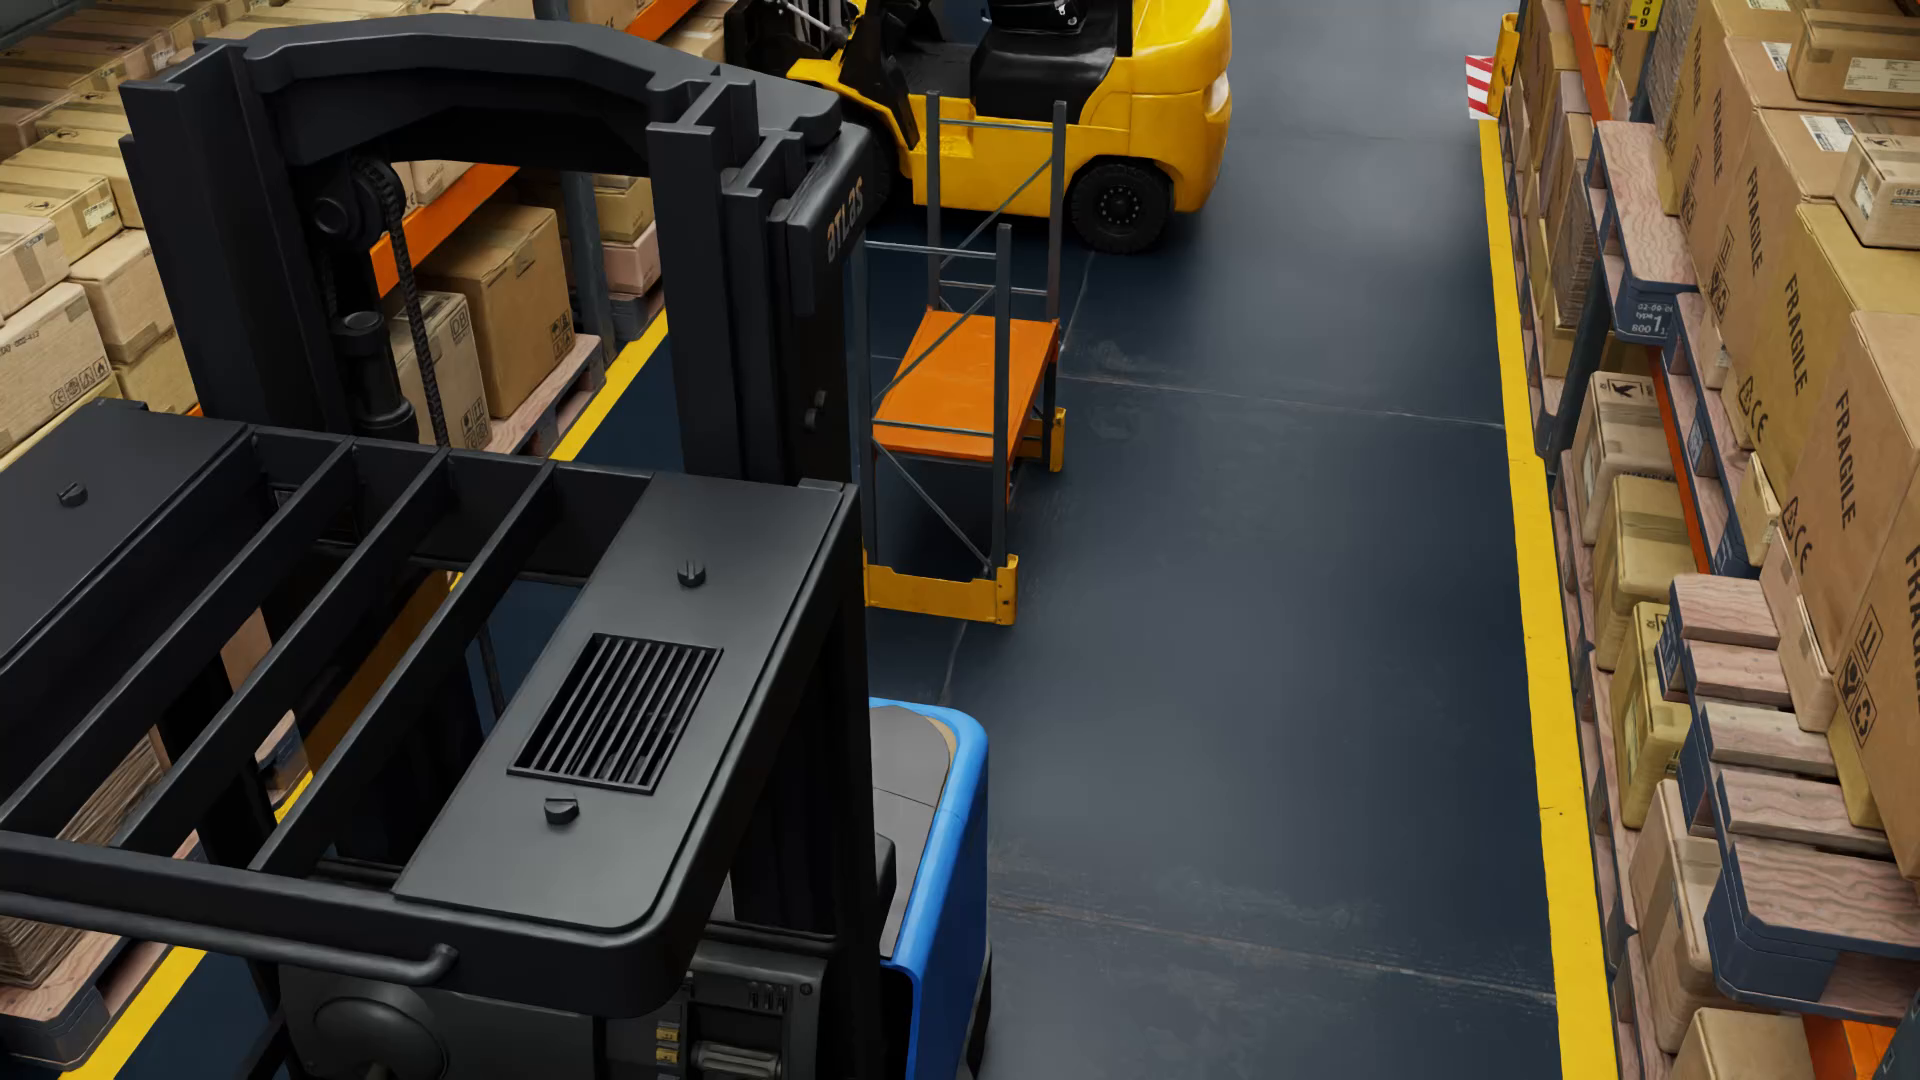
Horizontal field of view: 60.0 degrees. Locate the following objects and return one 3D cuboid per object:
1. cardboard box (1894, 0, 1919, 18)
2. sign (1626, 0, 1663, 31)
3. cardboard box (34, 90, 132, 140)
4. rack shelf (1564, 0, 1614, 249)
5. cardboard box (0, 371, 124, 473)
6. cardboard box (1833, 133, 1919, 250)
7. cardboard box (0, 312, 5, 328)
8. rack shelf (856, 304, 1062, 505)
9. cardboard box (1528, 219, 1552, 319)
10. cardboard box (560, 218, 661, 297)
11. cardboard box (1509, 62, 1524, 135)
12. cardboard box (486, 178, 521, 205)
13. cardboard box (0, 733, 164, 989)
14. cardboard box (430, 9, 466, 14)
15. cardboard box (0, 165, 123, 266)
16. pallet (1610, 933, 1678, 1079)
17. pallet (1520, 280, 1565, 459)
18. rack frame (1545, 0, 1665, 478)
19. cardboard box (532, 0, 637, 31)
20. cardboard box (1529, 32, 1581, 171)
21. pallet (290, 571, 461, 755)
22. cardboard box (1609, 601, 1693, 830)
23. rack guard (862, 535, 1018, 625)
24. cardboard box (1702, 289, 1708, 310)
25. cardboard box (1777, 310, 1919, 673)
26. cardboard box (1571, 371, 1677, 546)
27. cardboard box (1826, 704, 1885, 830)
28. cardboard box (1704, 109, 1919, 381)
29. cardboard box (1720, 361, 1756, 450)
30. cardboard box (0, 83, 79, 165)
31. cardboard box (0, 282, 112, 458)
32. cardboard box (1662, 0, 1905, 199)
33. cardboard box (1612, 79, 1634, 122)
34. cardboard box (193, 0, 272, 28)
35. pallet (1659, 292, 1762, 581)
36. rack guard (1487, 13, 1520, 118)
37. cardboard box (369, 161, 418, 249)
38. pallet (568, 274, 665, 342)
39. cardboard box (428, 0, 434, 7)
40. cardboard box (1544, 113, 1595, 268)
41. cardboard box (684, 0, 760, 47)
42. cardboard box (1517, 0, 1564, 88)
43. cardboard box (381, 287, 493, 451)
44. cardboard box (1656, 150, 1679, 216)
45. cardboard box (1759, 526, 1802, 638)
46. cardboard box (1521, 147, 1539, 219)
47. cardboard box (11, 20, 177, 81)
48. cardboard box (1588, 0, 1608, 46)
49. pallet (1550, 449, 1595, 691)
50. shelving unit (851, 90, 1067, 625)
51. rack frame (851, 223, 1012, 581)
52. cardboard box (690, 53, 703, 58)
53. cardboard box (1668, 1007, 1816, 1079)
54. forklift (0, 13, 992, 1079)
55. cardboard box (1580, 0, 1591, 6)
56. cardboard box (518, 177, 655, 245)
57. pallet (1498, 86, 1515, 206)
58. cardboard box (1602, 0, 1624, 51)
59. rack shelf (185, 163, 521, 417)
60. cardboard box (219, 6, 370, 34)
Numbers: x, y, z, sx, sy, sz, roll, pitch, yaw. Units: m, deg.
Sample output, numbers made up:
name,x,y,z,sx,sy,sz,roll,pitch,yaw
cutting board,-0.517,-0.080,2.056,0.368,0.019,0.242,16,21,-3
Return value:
name,x,y,z,sx,sy,sz,roll,pitch,yaw
cardboard box,2.851,-1.190,4.639,0.500,0.500,0.500,8,37,10
sign,2.298,-1.851,5.511,0.100,0.325,0.005,7,37,10
cardboard box,-2.292,-1.115,4.595,0.380,0.149,0.250,7,37,10
rack shelf,3.257,-2.292,7.470,1.077,0.370,4.000,7,37,10
cardboard box,-2.428,-0.215,4.118,0.500,0.250,0.500,7,36,9
cardboard box,2.049,-0.711,3.426,0.380,0.149,0.250,6,36,8
cardboard box,-2.433,-0.517,3.769,0.380,0.149,0.250,8,37,11
rack shelf,0.018,-0.511,5.983,0.538,0.185,1.000,7,37,10
cardboard box,2.798,-1.173,7.298,0.500,0.250,0.500,6,36,9
cardboard box,-1.593,-1.350,7.541,0.500,0.250,0.500,8,37,10
cardboard box,3.242,-2.359,8.934,0.500,0.250,0.500,7,37,10
cardboard box,-2.116,-1.621,7.490,0.500,0.250,0.500,7,36,9
cardboard box,-2.728,0.672,4.433,0.875,0.625,0.625,8,37,11
cardboard box,-1.978,-1.590,5.589,0.500,0.250,0.500,6,36,9
cardboard box,-2.365,-0.816,4.182,0.380,0.149,0.250,8,37,10
pallet,2.144,1.537,3.949,1.003,0.211,1.213,7,37,10
pallet,2.939,-0.698,7.033,1.003,0.211,1.213,7,37,10
rack frame,2.830,-1.437,5.677,1.000,3.000,0.127,7,37,10
cardboard box,-1.670,-2.319,6.809,0.500,0.500,0.500,6,36,9
cardboard box,3.015,-2.062,7.886,0.500,0.500,0.500,8,37,11
pallet,-2.398,0.201,5.793,1.003,0.211,1.213,7,37,10
cardboard box,2.423,0.569,4.790,0.950,0.372,0.625,8,37,12
rack guard,-0.090,0.141,5.843,0.587,0.250,0.087,7,37,10
cardboard box,2.205,-0.630,4.420,0.380,0.149,0.250,8,37,10
cardboard box,1.901,-0.068,3.091,0.500,0.500,0.500,7,36,9
cardboard box,2.720,-0.242,5.909,0.950,0.372,0.625,8,37,11
cardboard box,1.802,0.408,2.988,0.380,0.149,0.250,8,37,11
cardboard box,2.125,-0.670,3.923,0.500,0.500,0.500,6,36,8
cardboard box,2.069,-0.328,4.003,0.380,0.149,0.250,6,36,8
cardboard box,-2.693,-1.162,4.659,0.380,0.149,0.250,8,37,11
cardboard box,-2.433,-0.416,3.970,0.500,0.250,0.500,8,37,11
cardboard box,2.343,-1.248,4.719,0.500,0.500,0.500,7,37,10
cardboard box,2.601,-1.558,6.058,0.380,0.149,0.250,7,37,9
cardboard box,-2.502,-1.746,5.466,0.380,0.149,0.250,7,37,10
pallet,2.358,-0.206,4.142,1.003,0.211,1.213,7,37,10
rack guard,3.668,-2.675,9.514,1.175,0.500,0.348,7,37,10
cardboard box,-2.110,-1.105,5.346,0.500,0.250,0.500,8,37,10
pallet,-1.809,-1.379,7.972,1.003,0.211,1.213,7,37,10
cardboard box,-2.017,-1.853,5.612,0.380,0.149,0.250,7,37,10
cardboard box,2.801,-1.462,7.058,0.500,0.500,0.500,8,37,11
cardboard box,-1.276,-2.635,8.463,0.500,0.250,0.500,7,36,9
cardboard box,3.237,-2.649,8.695,0.500,0.500,0.500,6,36,8
cardboard box,-2.294,-0.521,6.079,0.875,0.625,0.625,7,37,9
cardboard box,2.341,-1.086,5.049,0.380,0.149,0.250,8,37,11
cardboard box,1.874,0.114,3.393,0.380,0.149,0.250,6,36,8
cardboard box,3.021,-1.753,8.098,0.500,0.250,0.500,10,37,13
cardboard box,-2.628,-1.461,5.072,0.380,0.149,0.250,7,37,10
cardboard box,2.815,-2.141,6.862,0.380,0.149,0.250,7,36,9
pallet,2.665,0.138,5.879,1.003,0.211,1.213,7,37,10
shelving unit,0.016,-0.651,5.870,0.587,1.500,1.083,7,37,10
rack frame,-0.090,-0.365,5.475,0.500,1.500,0.032,7,37,10
cardboard box,-1.491,-2.049,7.654,0.500,0.250,0.500,7,37,10
cardboard box,2.106,1.427,3.606,0.950,0.372,0.625,5,36,7
forklift,-0.718,0.872,2.549,1.130,2.935,3.031,7,36,9
cardboard box,2.918,-2.436,7.269,0.380,0.149,0.250,8,37,10
cardboard box,-1.615,-1.555,7.399,0.500,0.250,0.500,7,37,10
pallet,3.460,-2.096,8.963,1.003,0.211,1.213,7,37,10
cardboard box,2.785,-2.180,6.363,0.500,0.500,0.500,9,37,12
rack shelf,-2.447,-0.619,5.161,1.077,0.370,4.000,7,37,10
cardboard box,-2.061,-1.543,5.185,0.380,0.149,0.250,6,36,9
